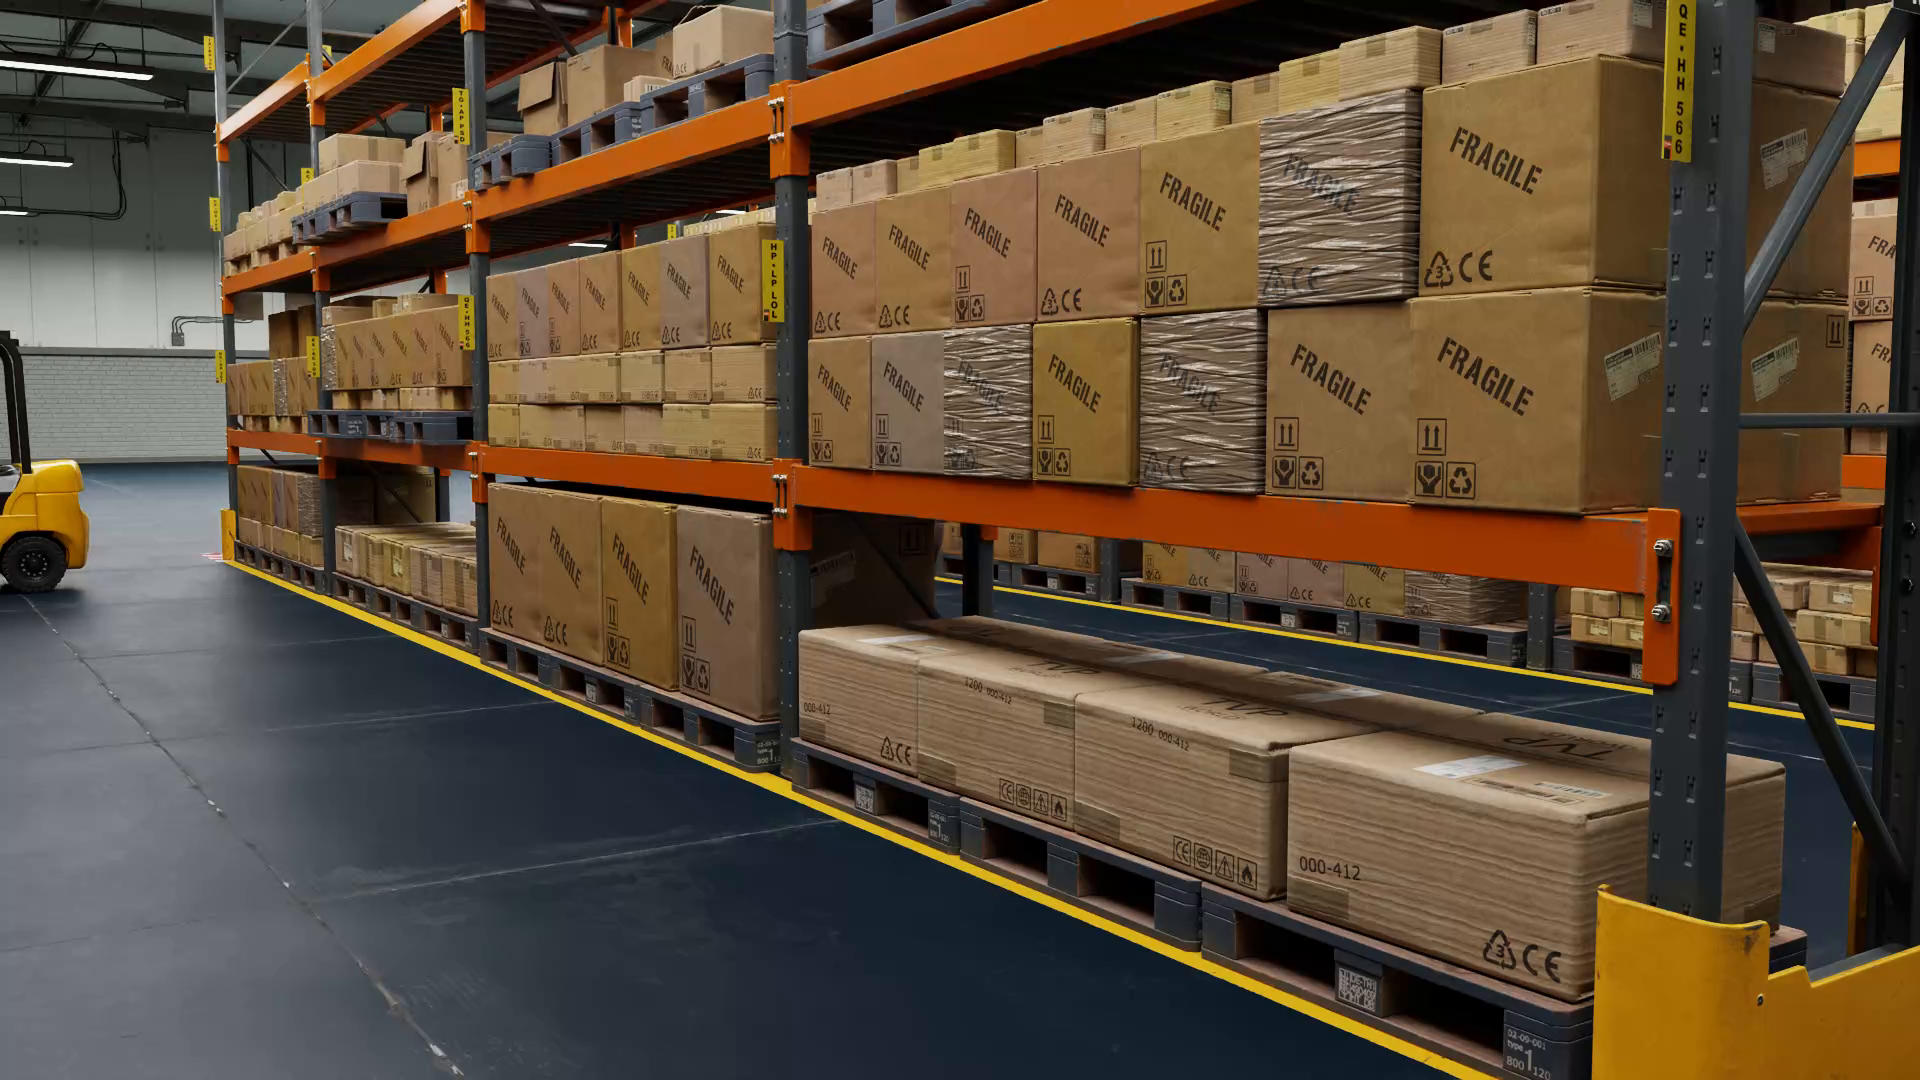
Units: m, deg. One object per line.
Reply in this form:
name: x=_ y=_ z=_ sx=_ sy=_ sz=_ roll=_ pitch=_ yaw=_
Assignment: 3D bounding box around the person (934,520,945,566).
person: x=-0.434 y=0.078 z=9.722 sx=0.472 sy=1.370 sz=0.796 roll=-3 pitch=6 yaw=-35
